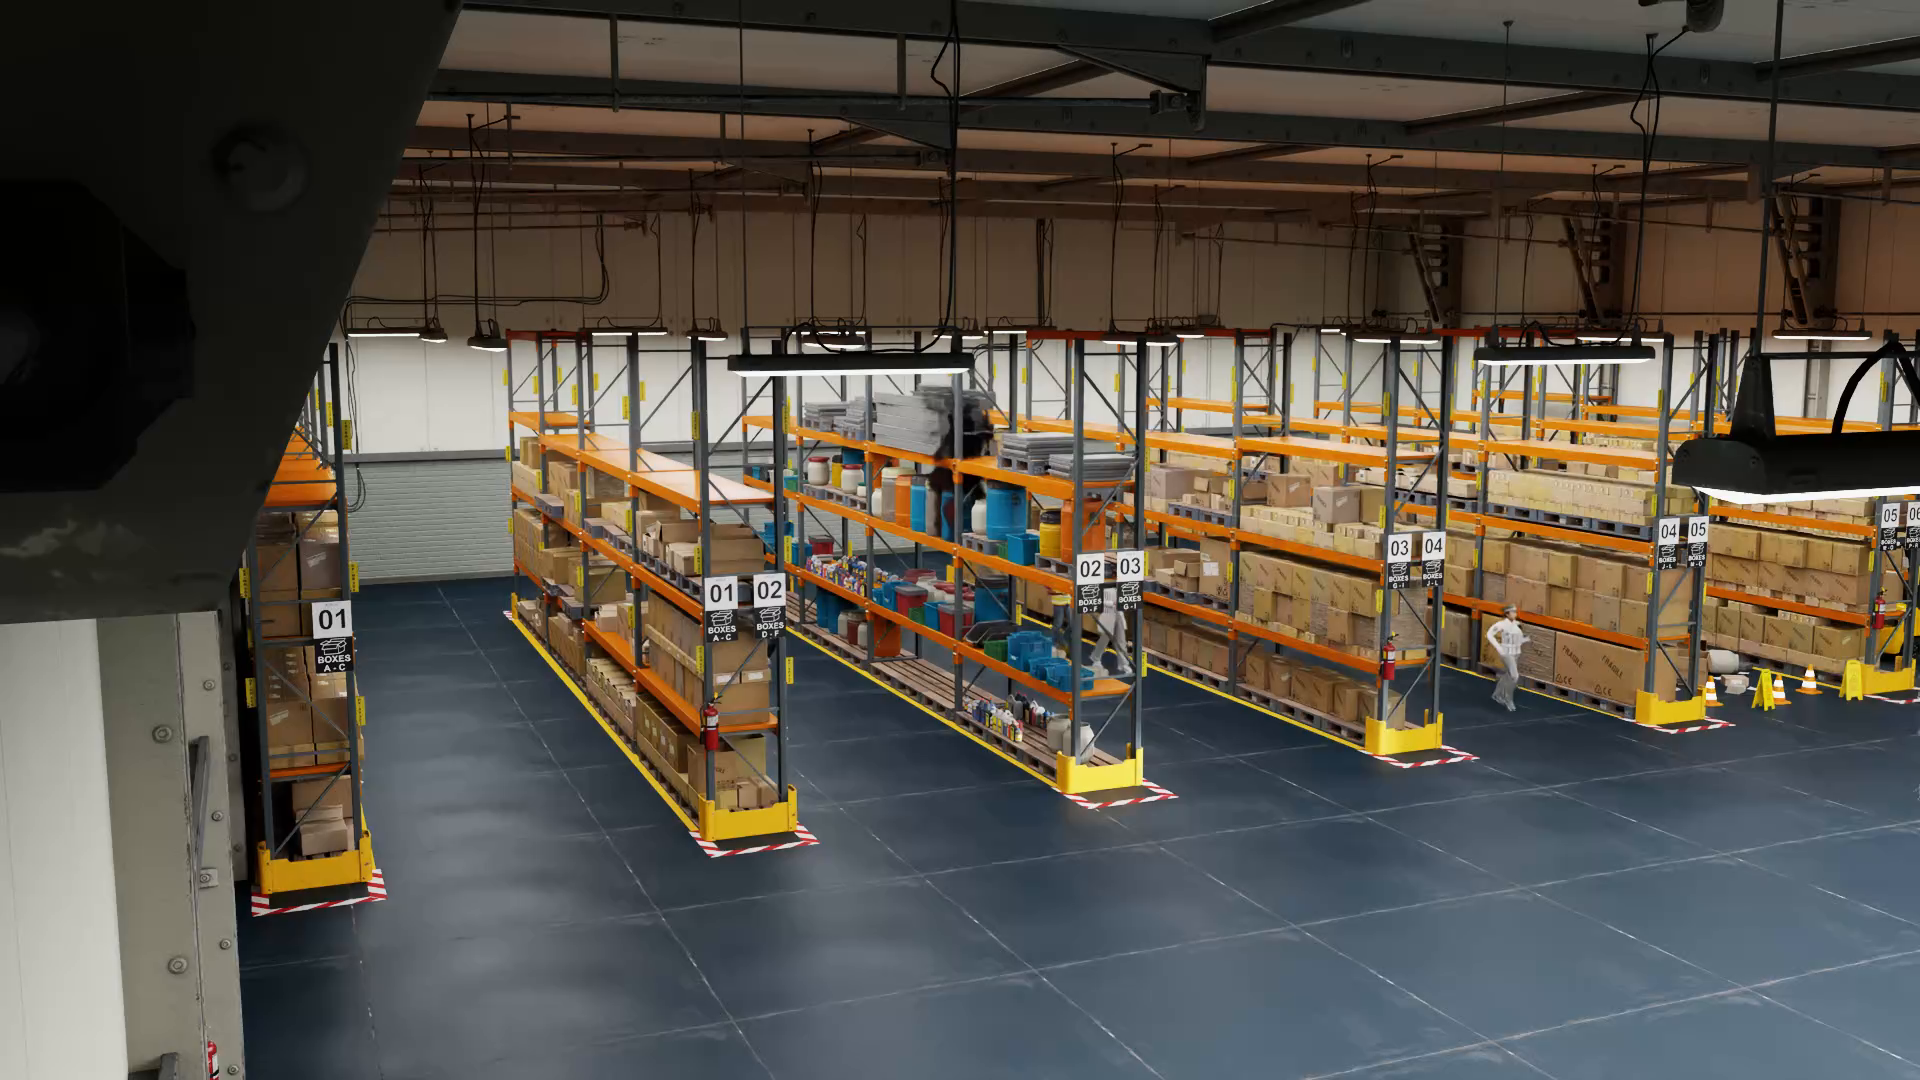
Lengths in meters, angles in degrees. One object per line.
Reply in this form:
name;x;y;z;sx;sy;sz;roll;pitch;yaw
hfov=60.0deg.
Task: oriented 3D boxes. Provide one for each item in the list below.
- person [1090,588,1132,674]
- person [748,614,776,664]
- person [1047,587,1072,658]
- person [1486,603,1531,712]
person;2.576;1.329;27.960;0.708;1.783;0.927;-6;10;-38
person;-3.423;1.561;28.963;0.536;1.398;0.786;-5;9;-35
person;1.864;1.192;29.553;0.677;1.834;0.654;-5;9;-33
person;8.827;1.877;26.692;0.590;1.748;0.677;-5;9;-33
